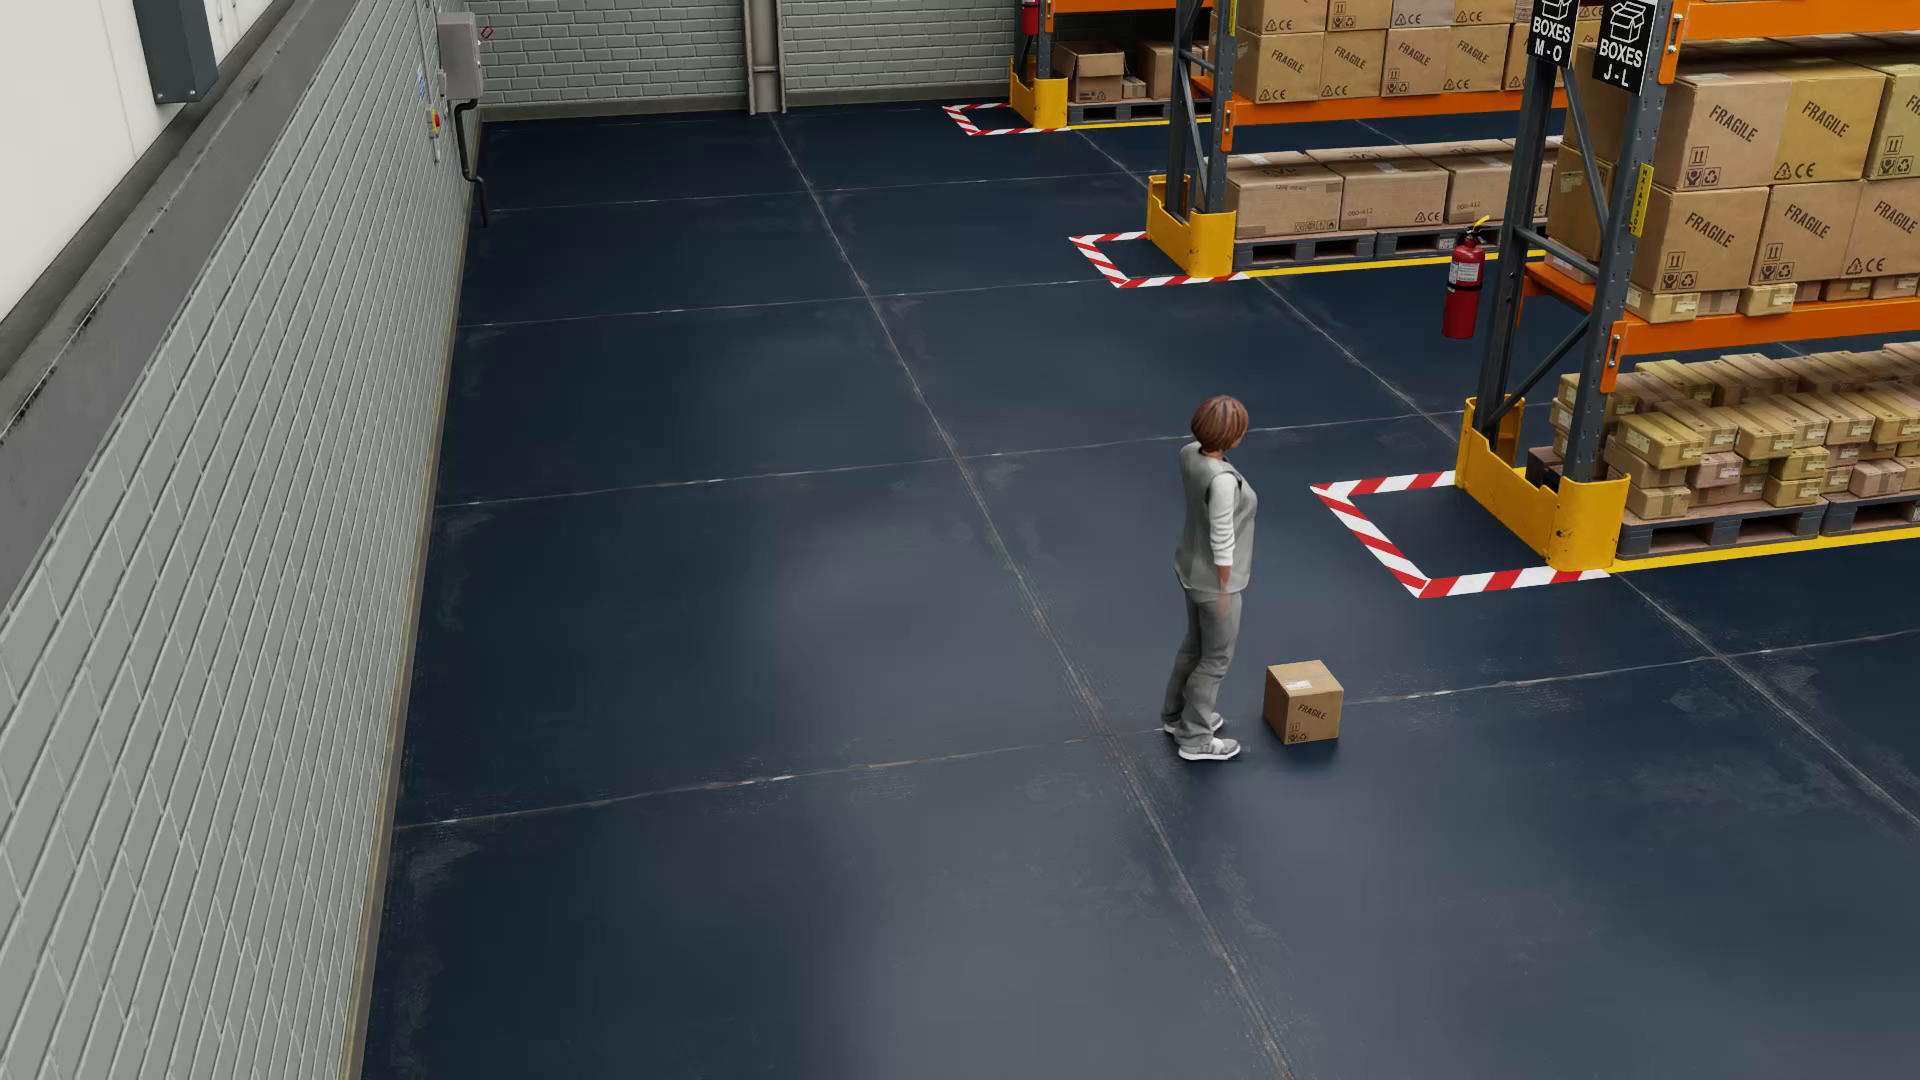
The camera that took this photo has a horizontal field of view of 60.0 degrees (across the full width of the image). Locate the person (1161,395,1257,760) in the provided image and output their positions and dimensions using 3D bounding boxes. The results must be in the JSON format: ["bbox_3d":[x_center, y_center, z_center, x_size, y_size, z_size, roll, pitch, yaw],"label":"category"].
[{"bbox_3d":[1.029,0.169,6.848,0.300,1.555,0.405,-5,28,-10],"label":"person"}]
